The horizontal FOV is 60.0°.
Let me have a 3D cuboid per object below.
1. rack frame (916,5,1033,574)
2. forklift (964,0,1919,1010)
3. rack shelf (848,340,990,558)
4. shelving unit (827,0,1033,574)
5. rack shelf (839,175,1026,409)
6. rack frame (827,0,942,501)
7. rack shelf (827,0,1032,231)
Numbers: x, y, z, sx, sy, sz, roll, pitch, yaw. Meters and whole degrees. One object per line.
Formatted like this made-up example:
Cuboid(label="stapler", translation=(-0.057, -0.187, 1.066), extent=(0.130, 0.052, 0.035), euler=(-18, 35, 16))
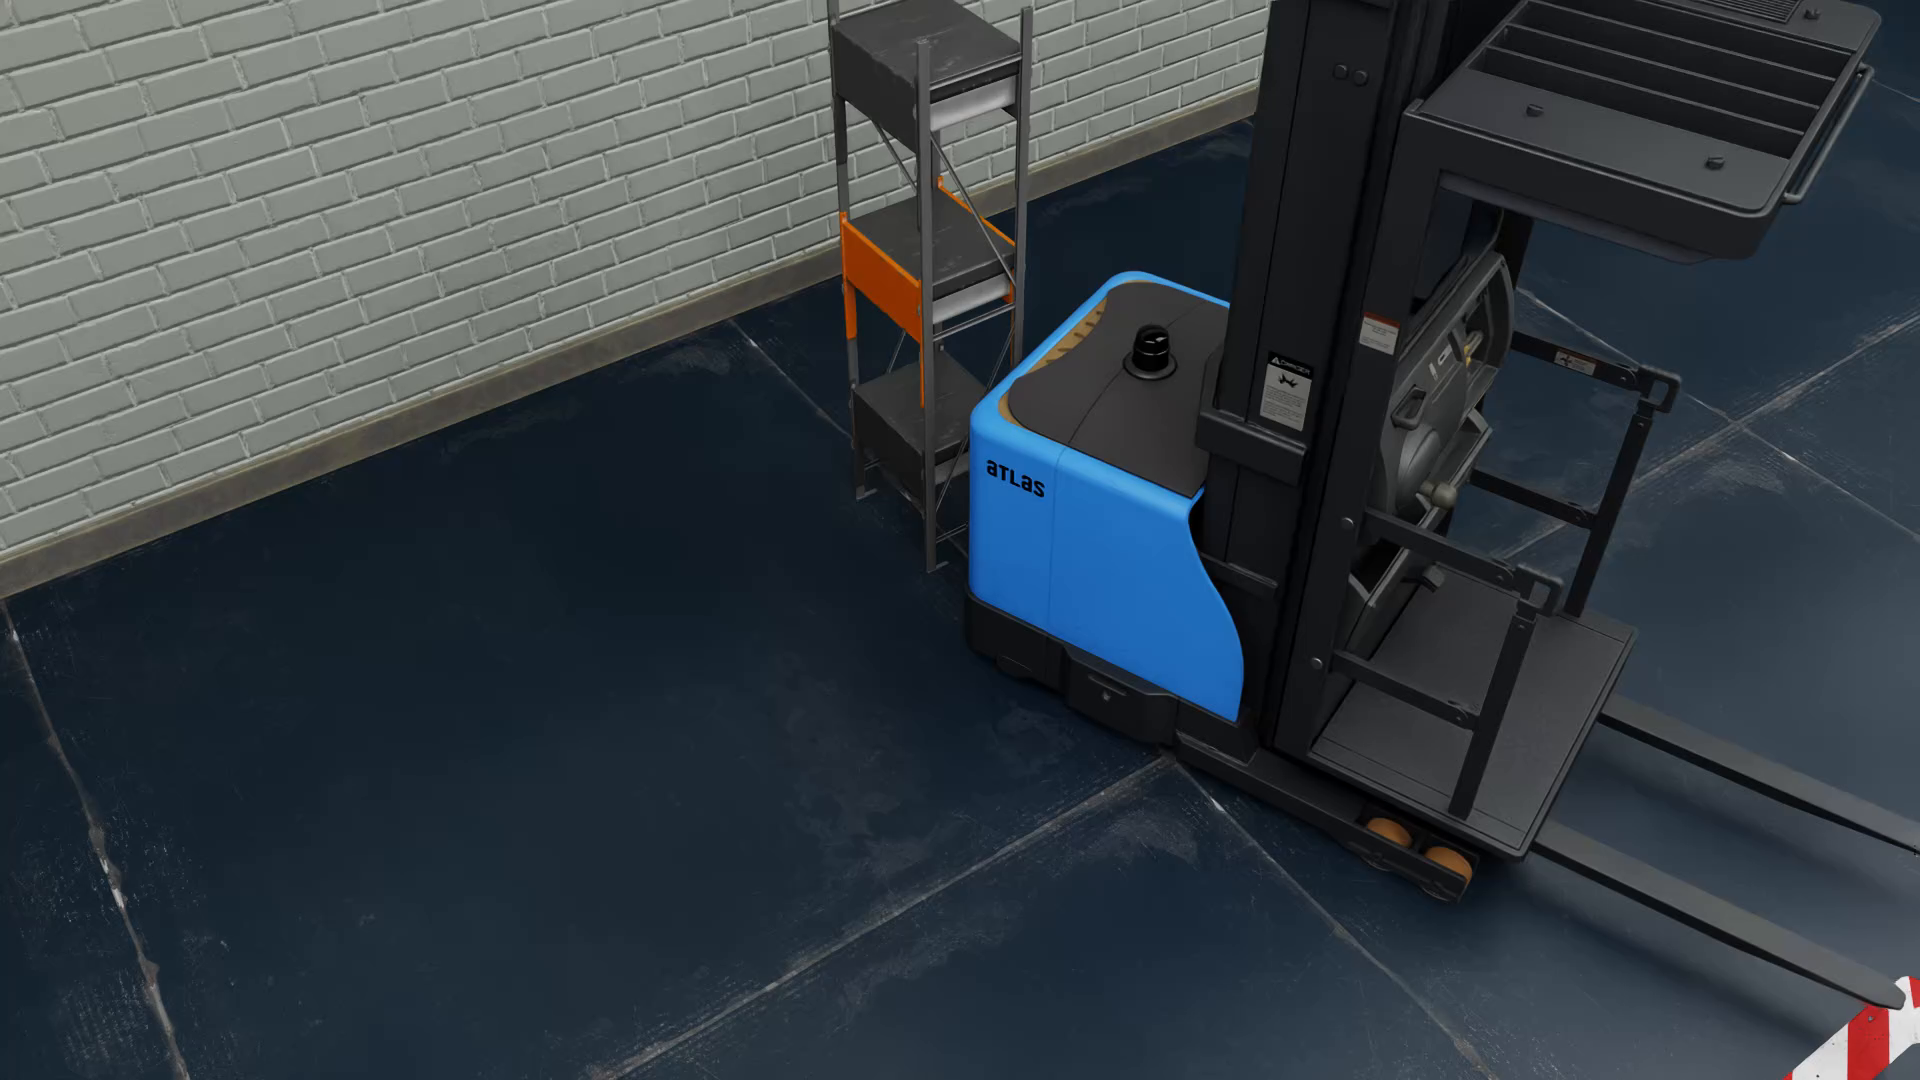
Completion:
Cuboid(label="rack frame", translation=(0.045, -0.715, 5.478), extent=(0.400, 2.100, 0.015), euler=(-26, 49, -24))
Cuboid(label="forklift", translation=(1.522, -0.381, 4.527), extent=(3.031, 2.935, 1.130), euler=(25, 49, 24))
Cuboid(label="rack shelf", translation=(-0.095, -0.337, 6.116), extent=(0.431, 0.518, 0.480), euler=(-26, 49, -24))
Cuboid(label="shelving unit", translation=(-0.095, -0.853, 5.623), extent=(0.431, 2.100, 0.503), euler=(-26, 49, -24))
Cuboid(label="rack shelf", translation=(-0.095, -0.843, 5.633), extent=(0.431, 0.518, 0.480), euler=(-26, 49, -24))
Cuboid(label="rack frame", translation=(-0.234, -0.991, 5.768), extent=(0.400, 2.100, 0.015), euler=(-26, 49, -24))
Cuboid(label="rack shelf", translation=(-0.095, -1.350, 5.149), extent=(0.431, 0.518, 0.480), euler=(-26, 49, -24))
